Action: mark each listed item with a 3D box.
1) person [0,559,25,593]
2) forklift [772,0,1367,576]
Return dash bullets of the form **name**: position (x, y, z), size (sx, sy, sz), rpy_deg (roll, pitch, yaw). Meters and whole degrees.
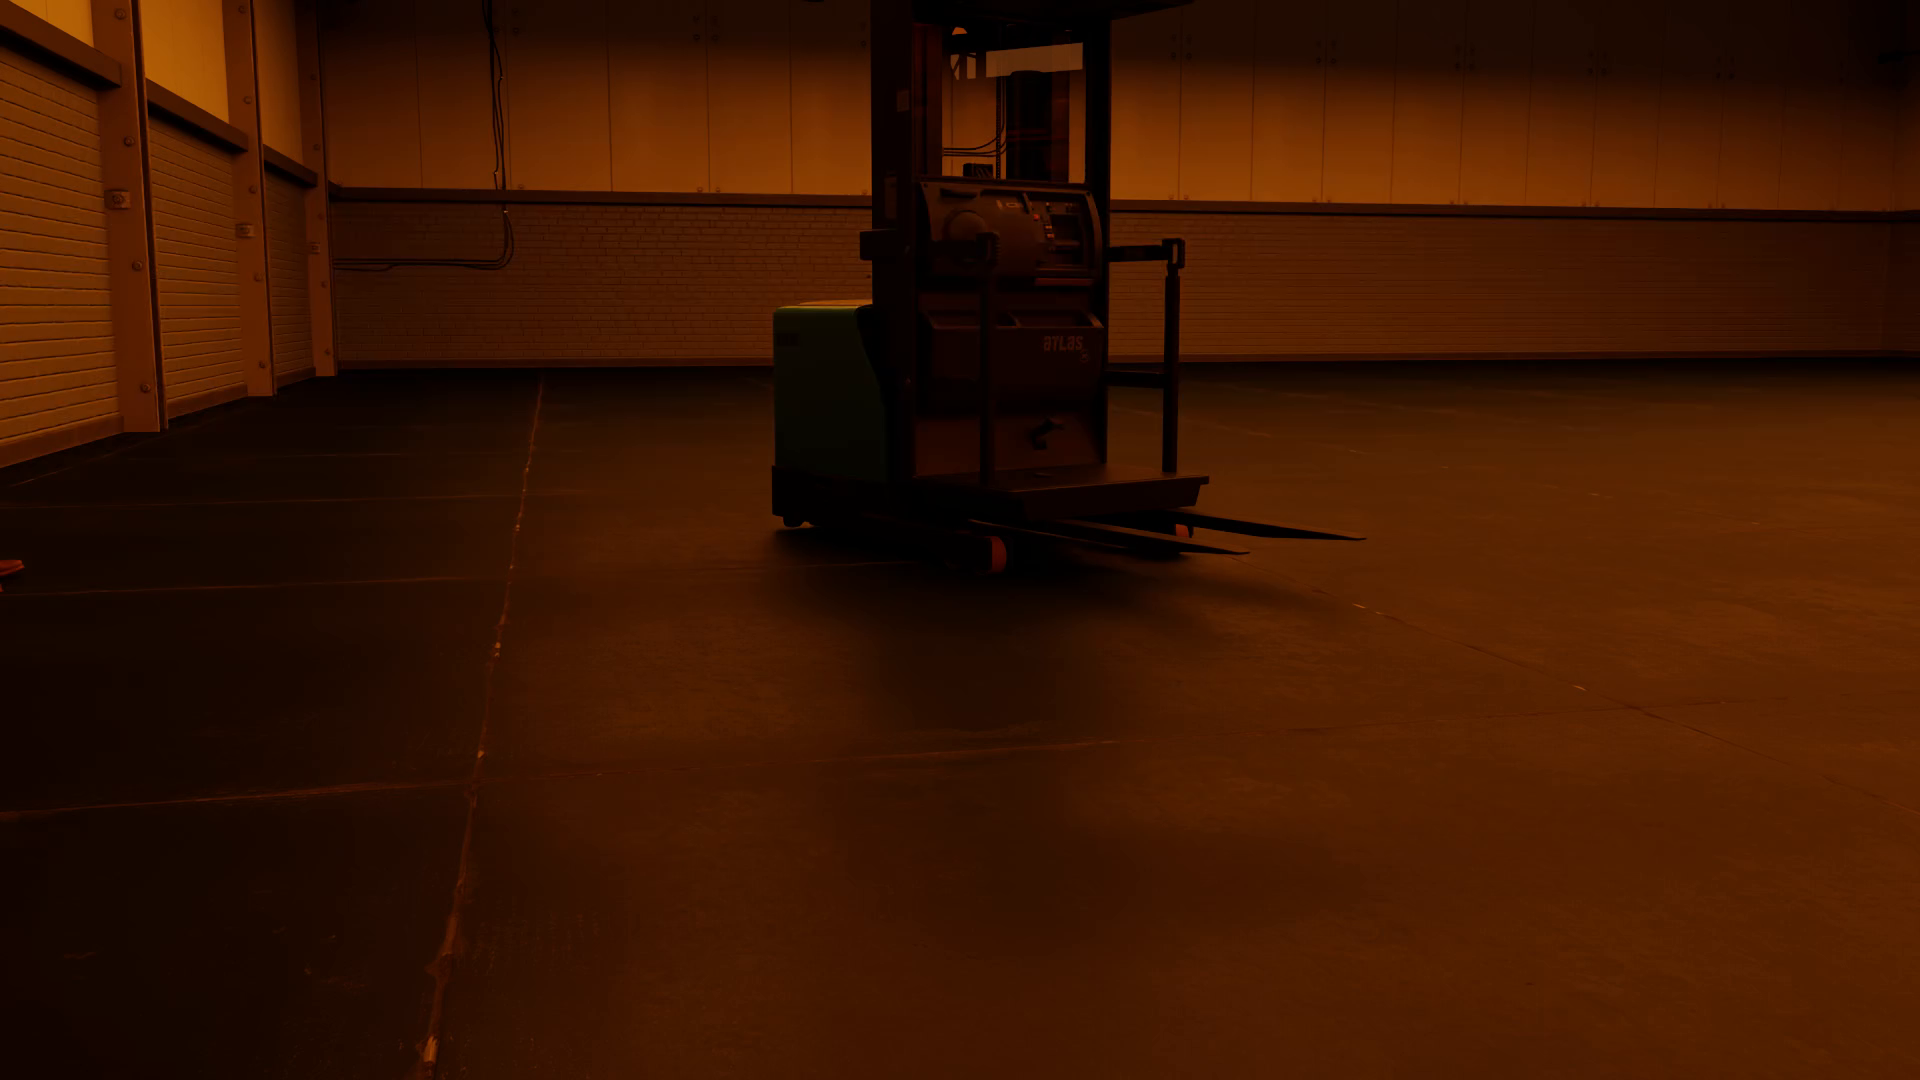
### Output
- **person**: position (-3.834, -0.691, 6.230), size (0.470, 1.781, 0.672), rpy_deg (-2, 8, -16)
- **forklift**: position (0.355, -1.383, 7.015), size (1.130, 2.935, 3.031), rpy_deg (-6, 10, -35)
